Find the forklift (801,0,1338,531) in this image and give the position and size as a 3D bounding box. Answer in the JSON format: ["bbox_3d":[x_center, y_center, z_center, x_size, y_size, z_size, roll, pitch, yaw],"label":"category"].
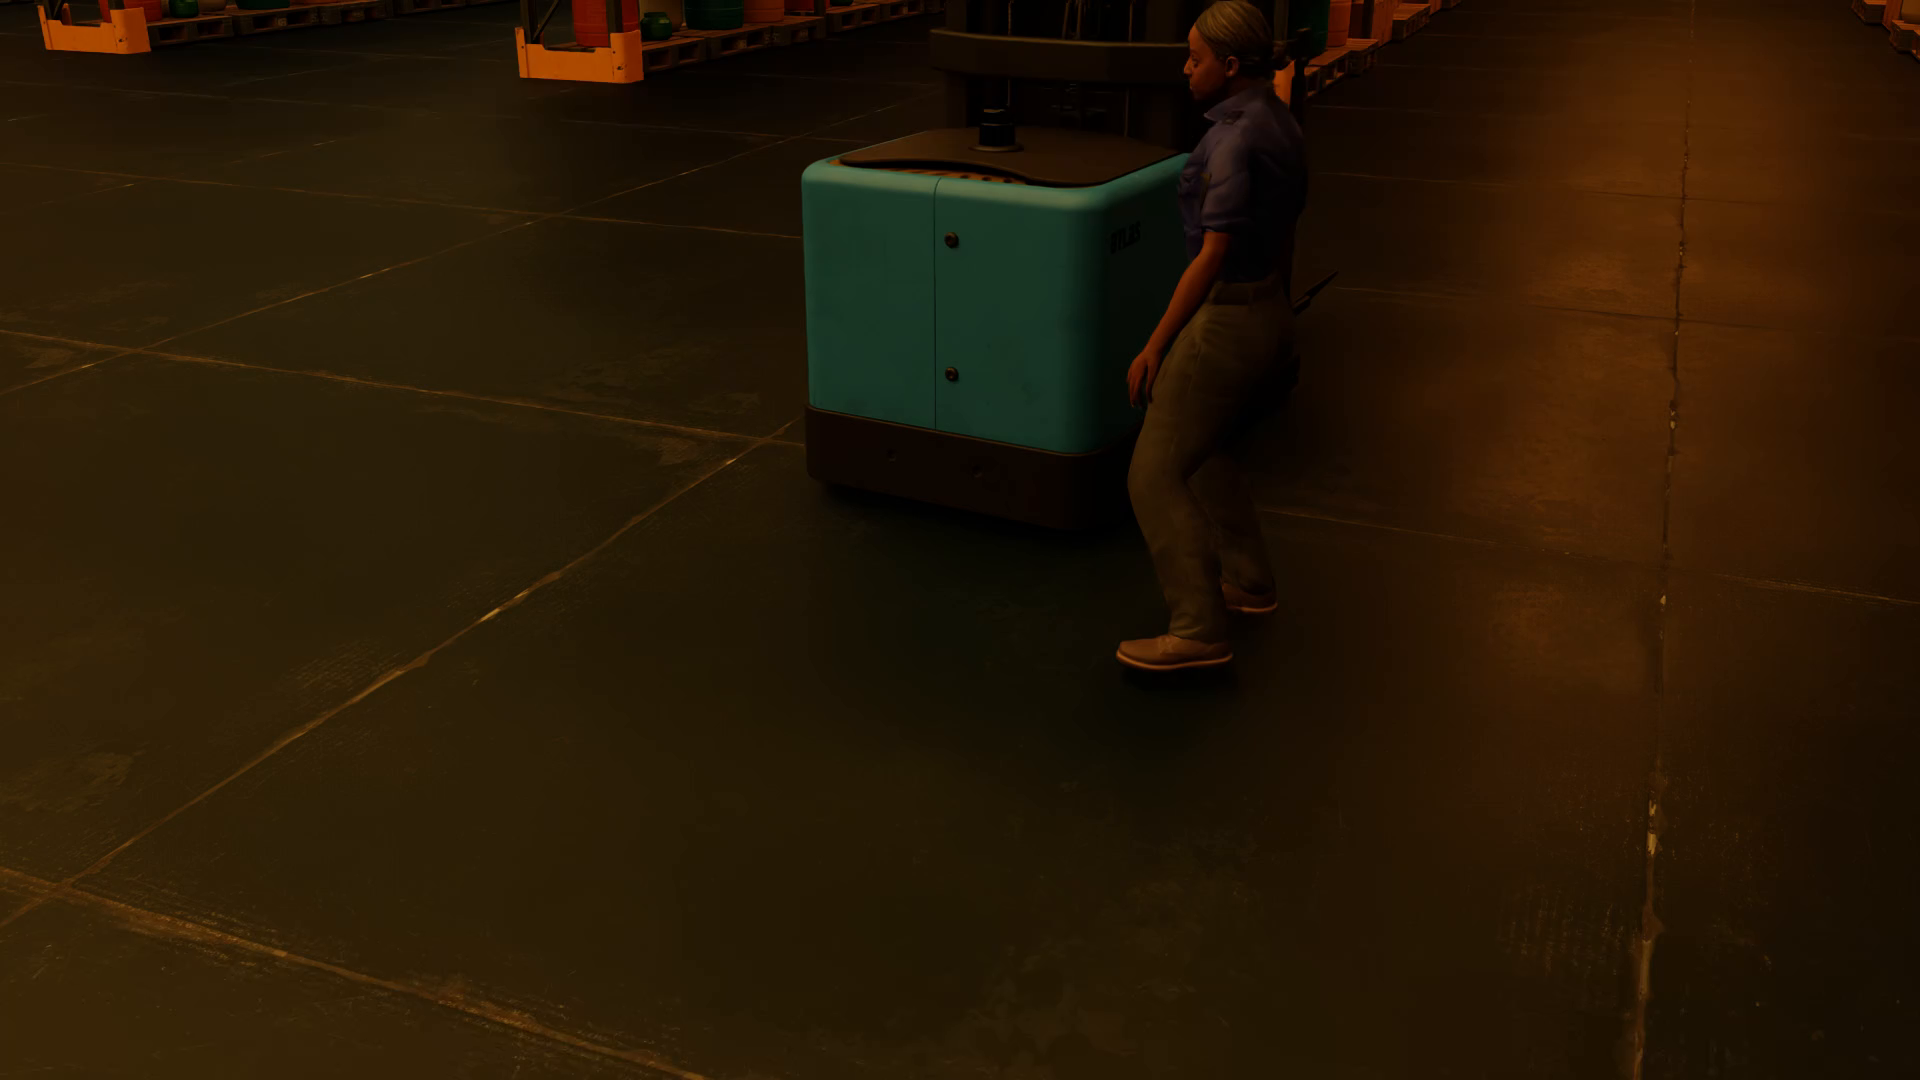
[{"bbox_3d":[0.654,-1.907,5.855,1.130,2.935,3.031,12,26,27],"label":"forklift"}]

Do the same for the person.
[{"bbox_3d":[0.646,-0.517,4.157,0.345,1.602,0.715,11,25,25],"label":"person"}]
